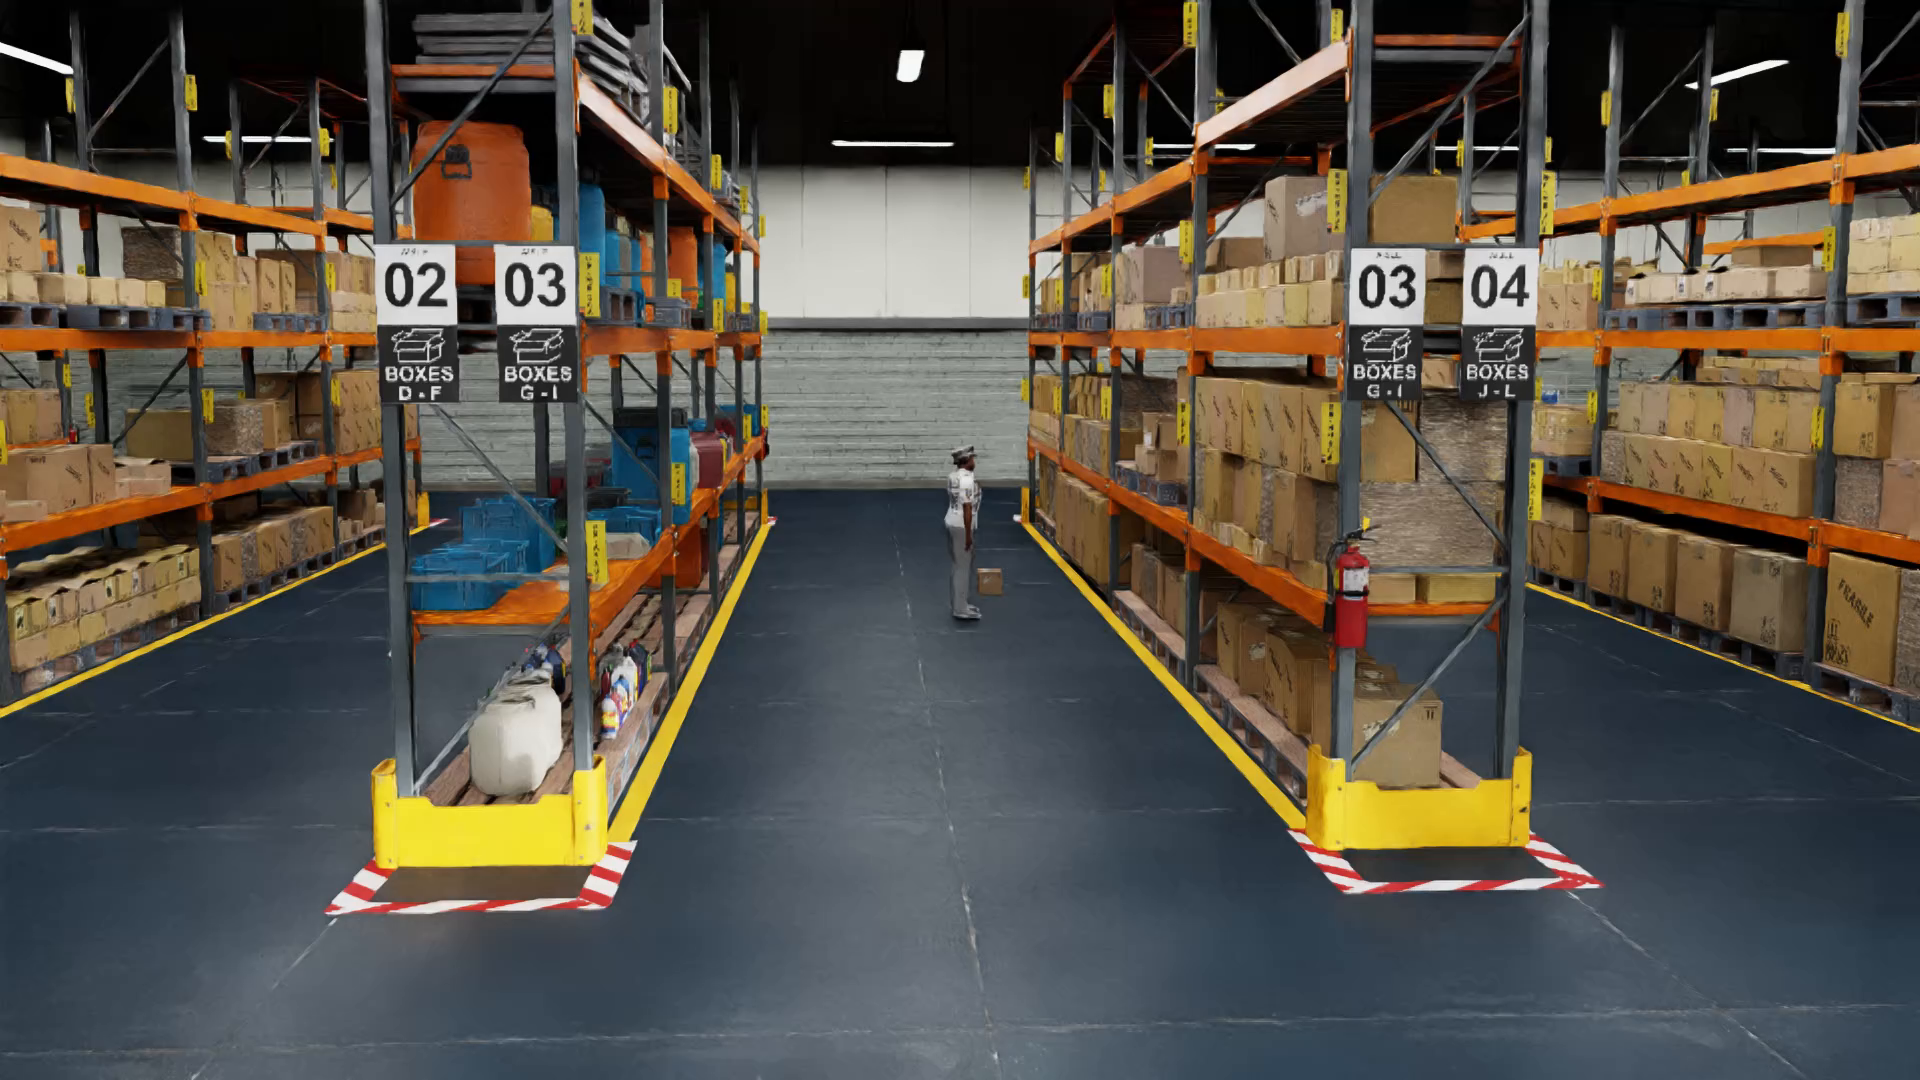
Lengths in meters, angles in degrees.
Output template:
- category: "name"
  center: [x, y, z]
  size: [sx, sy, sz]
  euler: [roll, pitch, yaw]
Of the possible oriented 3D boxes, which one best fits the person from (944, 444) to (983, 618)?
- category: "person"
  center: [0.034, -0.099, 16.310]
  size: [0.360, 1.688, 0.501]
  euler: [-2, 7, -15]
